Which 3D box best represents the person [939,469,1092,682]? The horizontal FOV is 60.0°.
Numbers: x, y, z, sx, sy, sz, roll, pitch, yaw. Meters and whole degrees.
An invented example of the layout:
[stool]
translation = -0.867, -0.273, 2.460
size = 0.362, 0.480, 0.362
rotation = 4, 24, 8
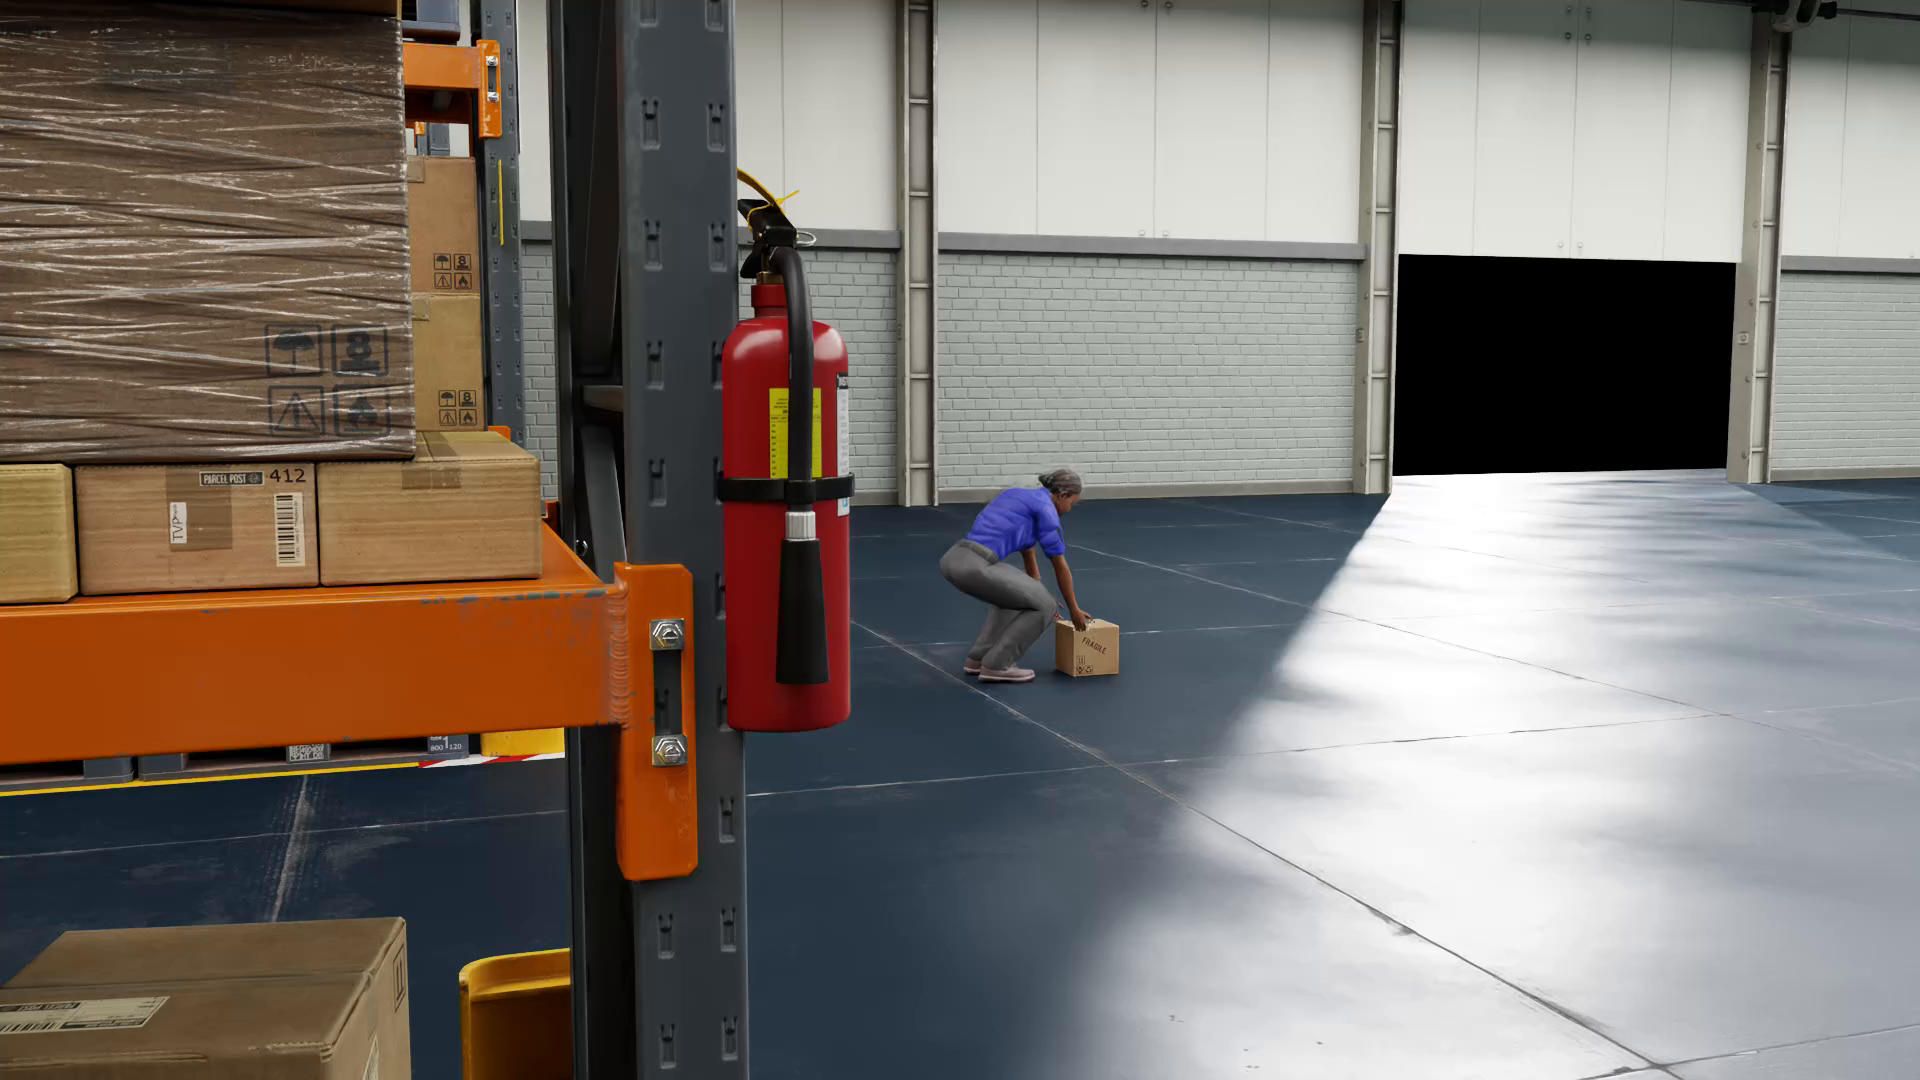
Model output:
[person]
translation = 0.269, 0.171, 8.429
size = 0.763, 1.052, 0.494
rotation = -2, 6, -19
